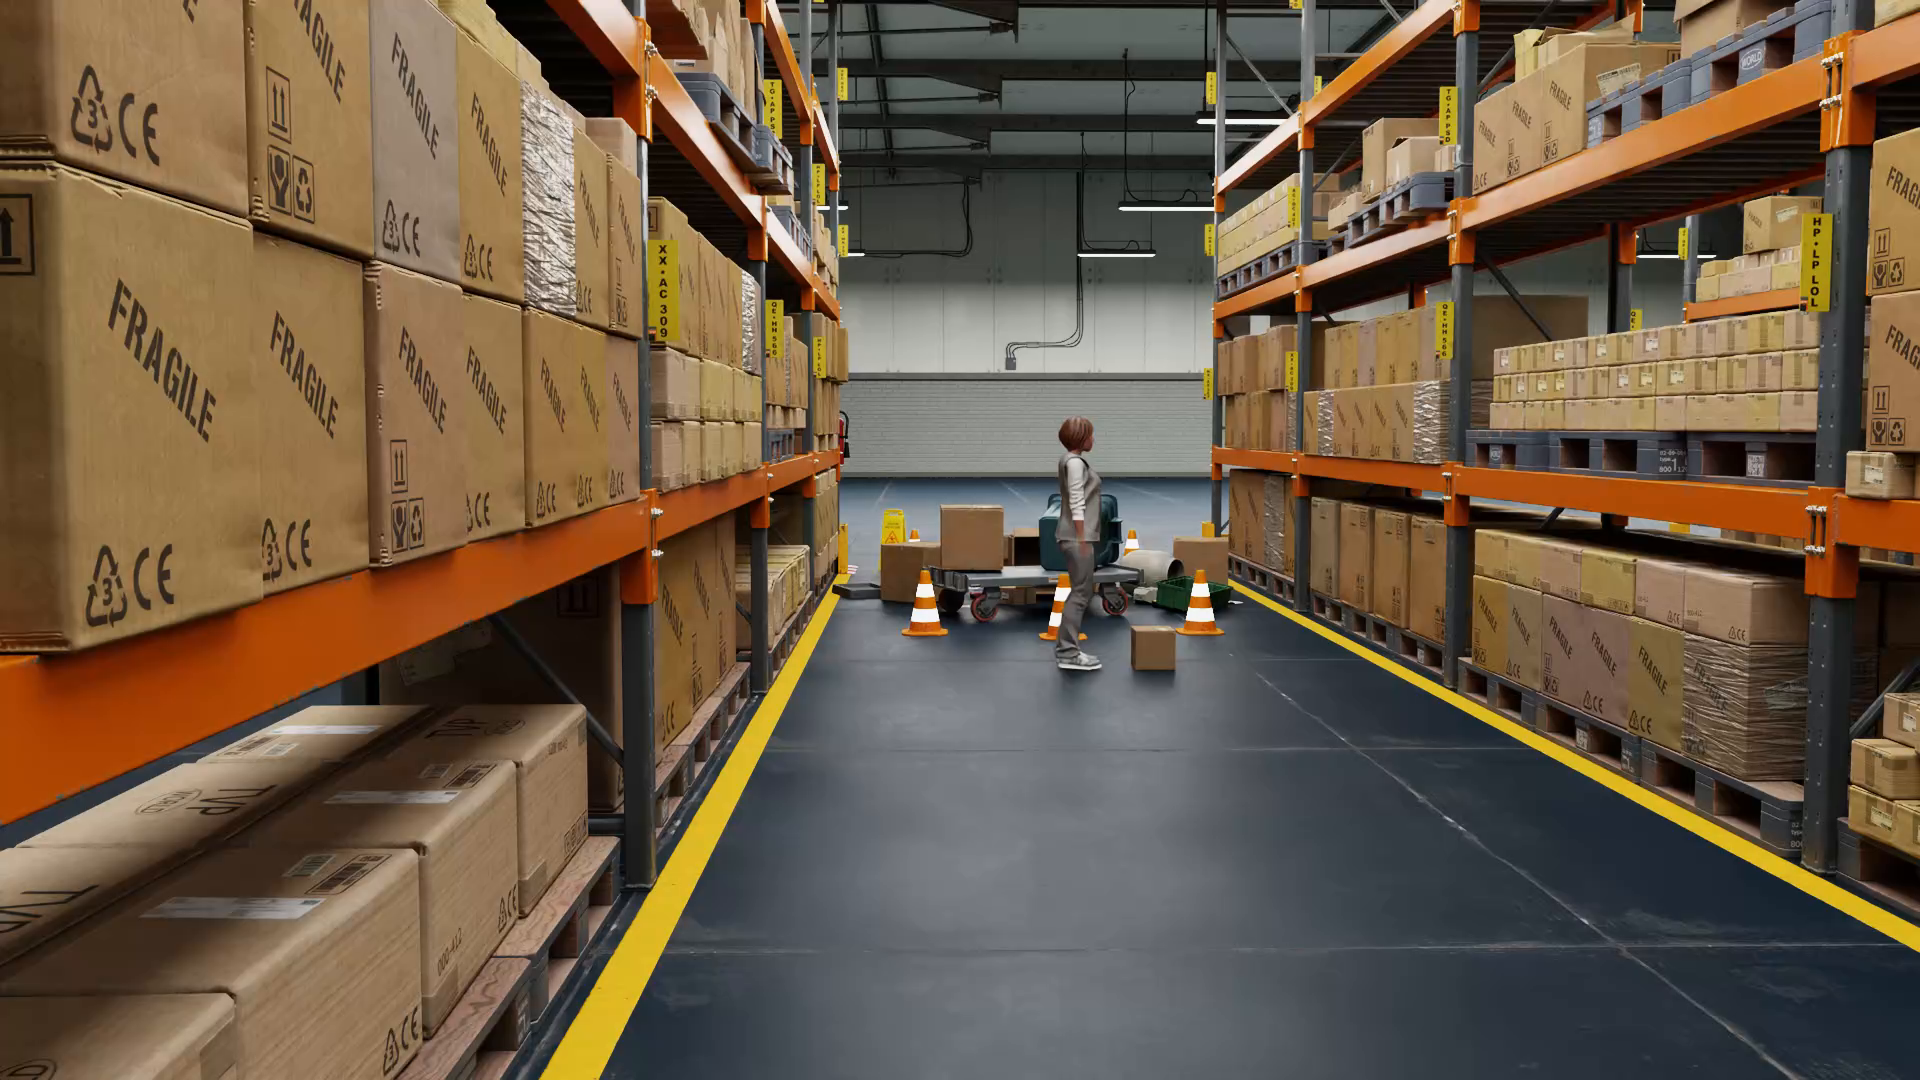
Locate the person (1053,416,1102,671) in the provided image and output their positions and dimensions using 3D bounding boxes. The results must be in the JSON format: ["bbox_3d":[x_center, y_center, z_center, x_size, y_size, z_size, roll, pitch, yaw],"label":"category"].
[{"bbox_3d":[0.745,0.023,10.524,0.307,1.582,0.406,0,4,0],"label":"person"}]
